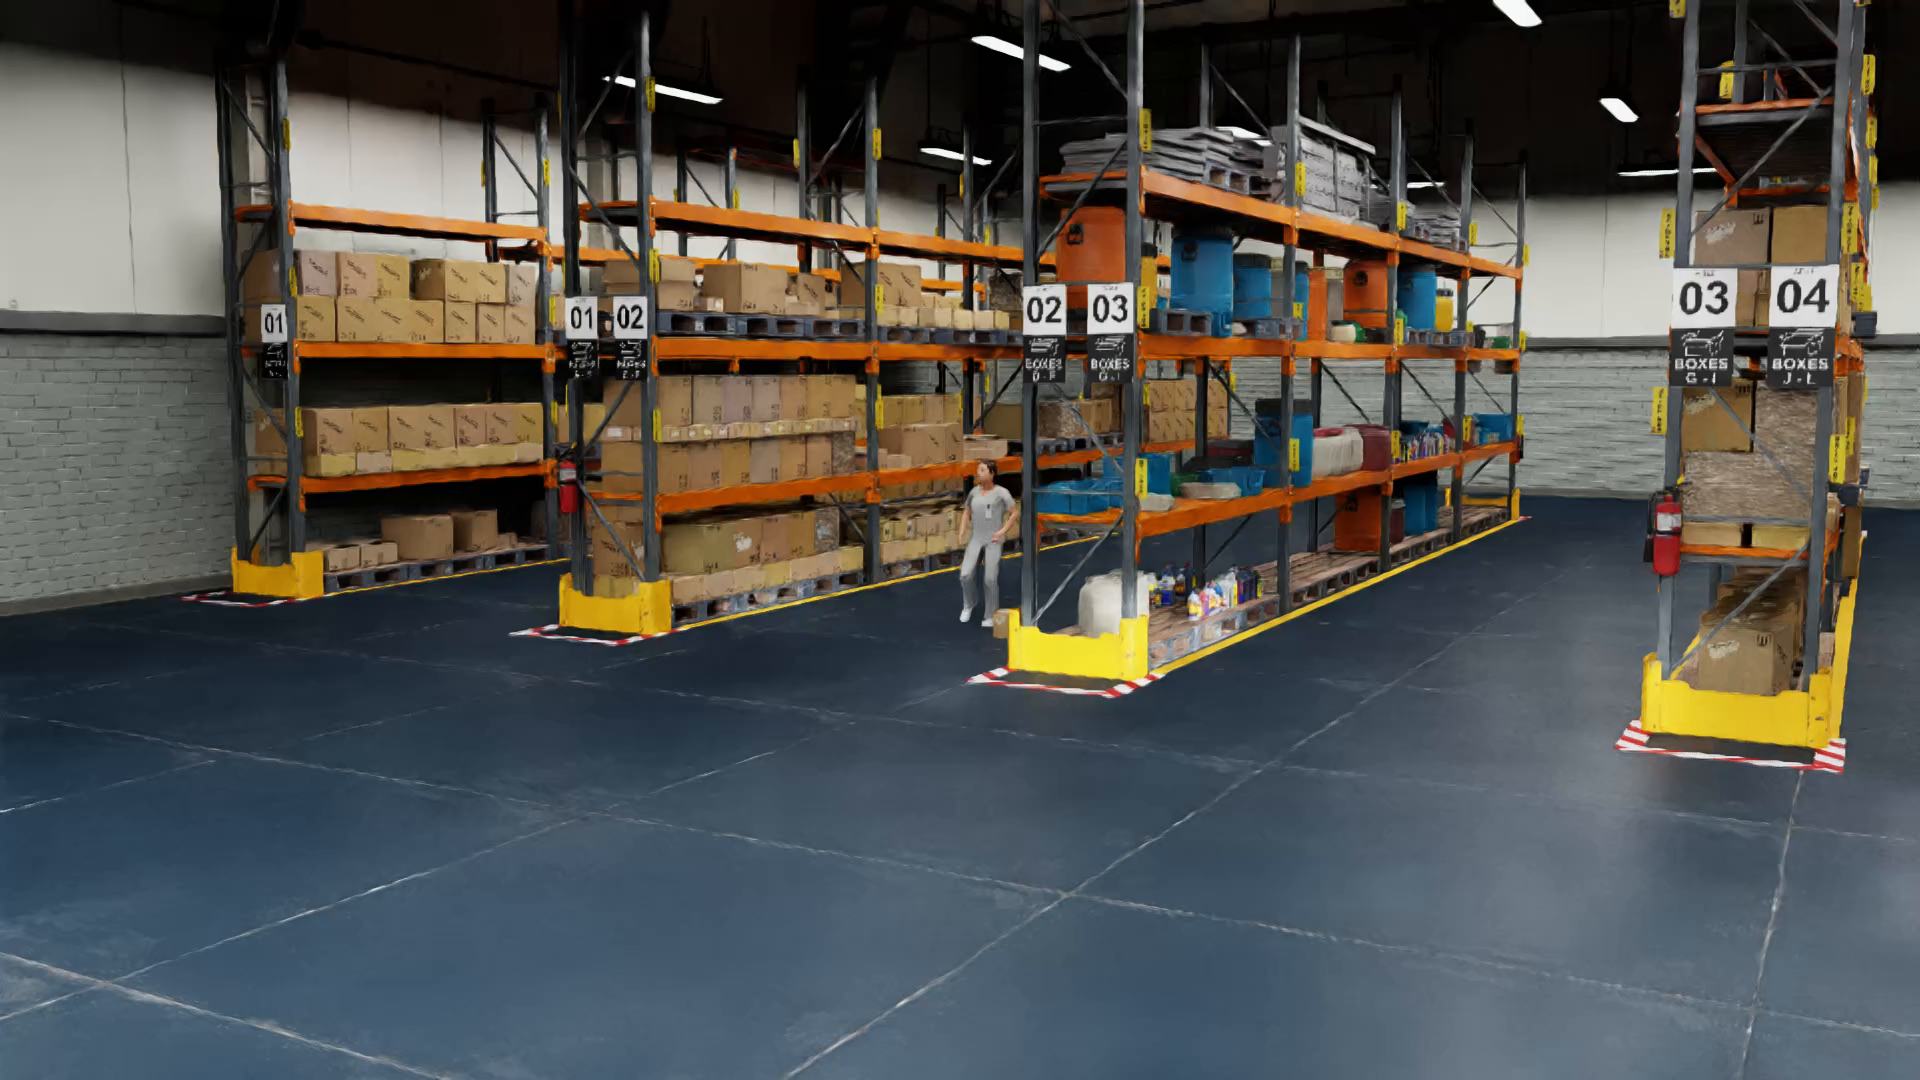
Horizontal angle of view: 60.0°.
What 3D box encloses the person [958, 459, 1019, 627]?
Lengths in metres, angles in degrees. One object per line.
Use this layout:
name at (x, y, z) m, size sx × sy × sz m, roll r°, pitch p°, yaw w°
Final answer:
person at (0.259, 0.036, 16.218) m, size 0.607 × 1.630 × 0.462 m, roll 2°, pitch 6°, yaw 18°
